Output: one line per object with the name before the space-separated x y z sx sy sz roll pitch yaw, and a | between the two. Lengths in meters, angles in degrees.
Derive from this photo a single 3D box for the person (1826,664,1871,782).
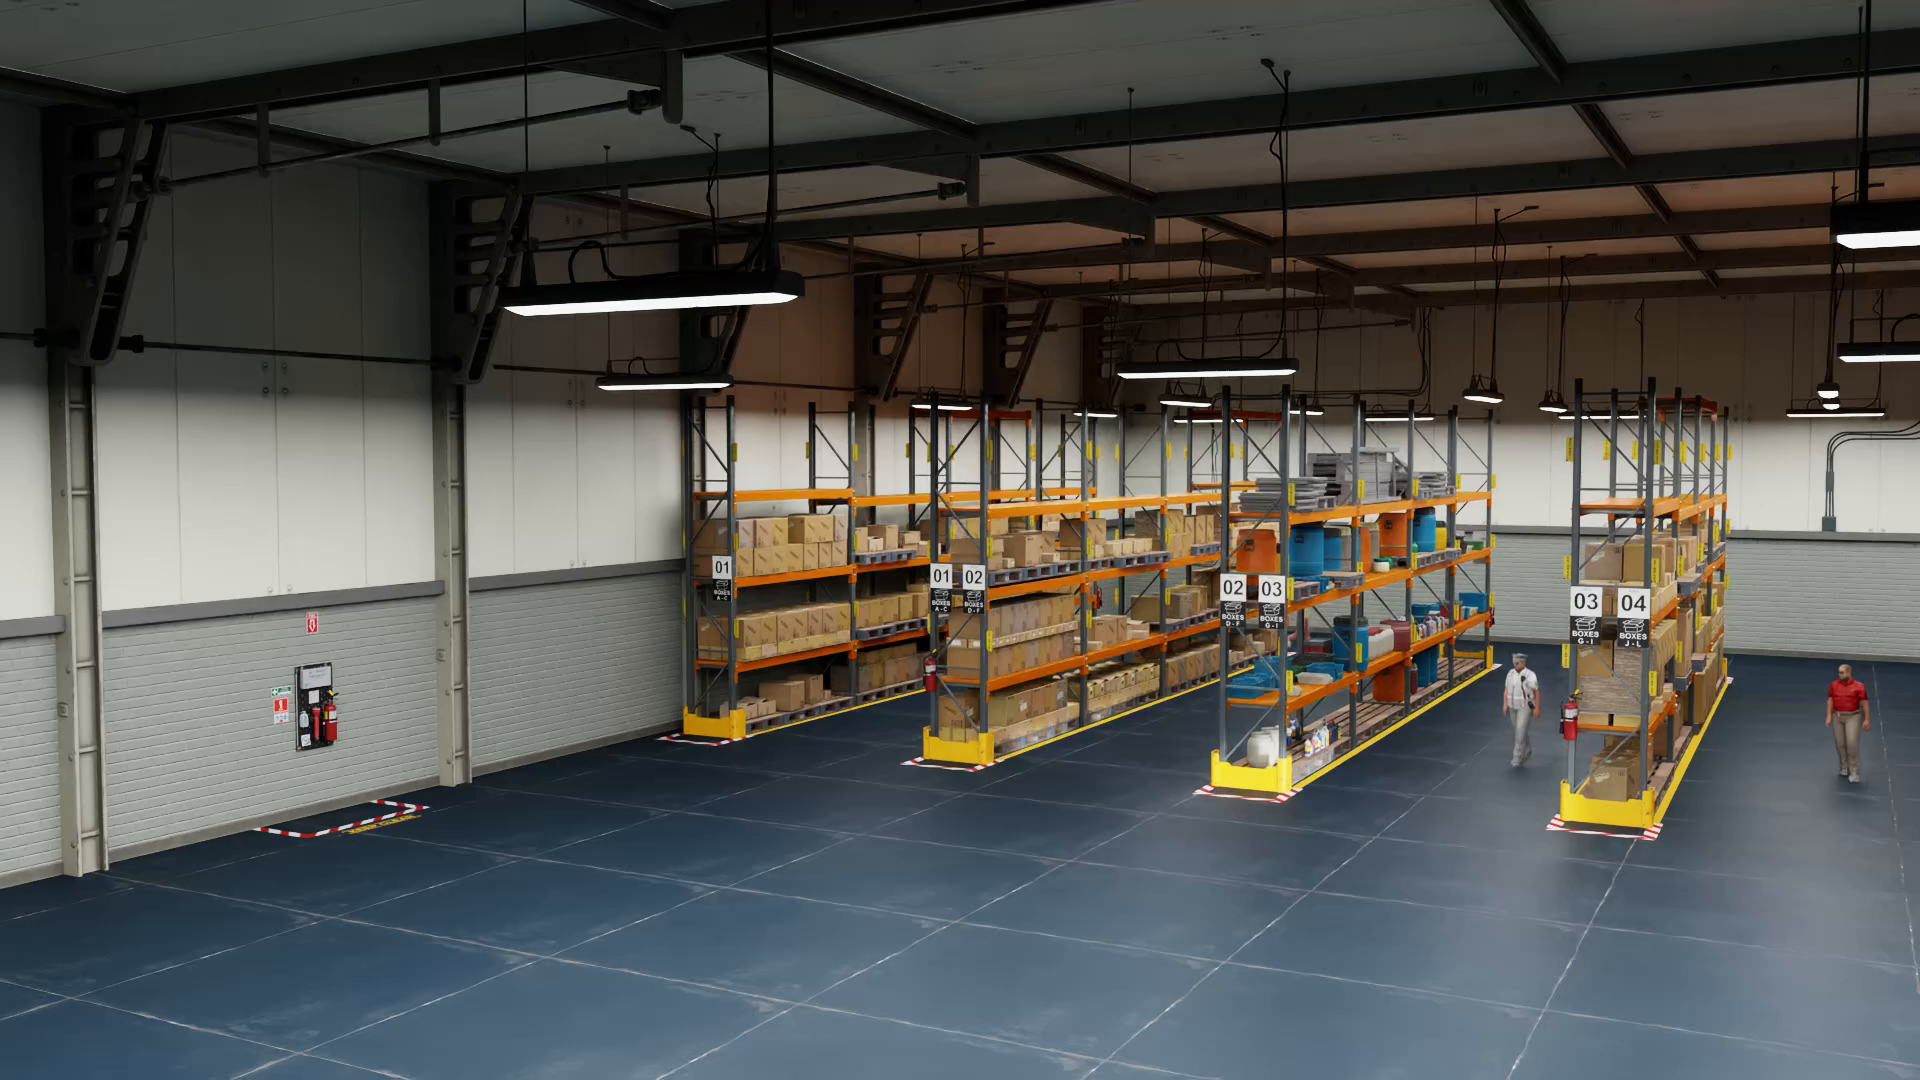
person | 13.644 2.794 25.628 0.661 1.732 0.649 -2 4 -36

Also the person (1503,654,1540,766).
person | 9.033 2.711 26.911 0.840 1.734 0.590 -2 4 -32

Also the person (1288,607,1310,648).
person | 8.576 1.968 41.829 0.637 1.647 0.495 3 4 42
